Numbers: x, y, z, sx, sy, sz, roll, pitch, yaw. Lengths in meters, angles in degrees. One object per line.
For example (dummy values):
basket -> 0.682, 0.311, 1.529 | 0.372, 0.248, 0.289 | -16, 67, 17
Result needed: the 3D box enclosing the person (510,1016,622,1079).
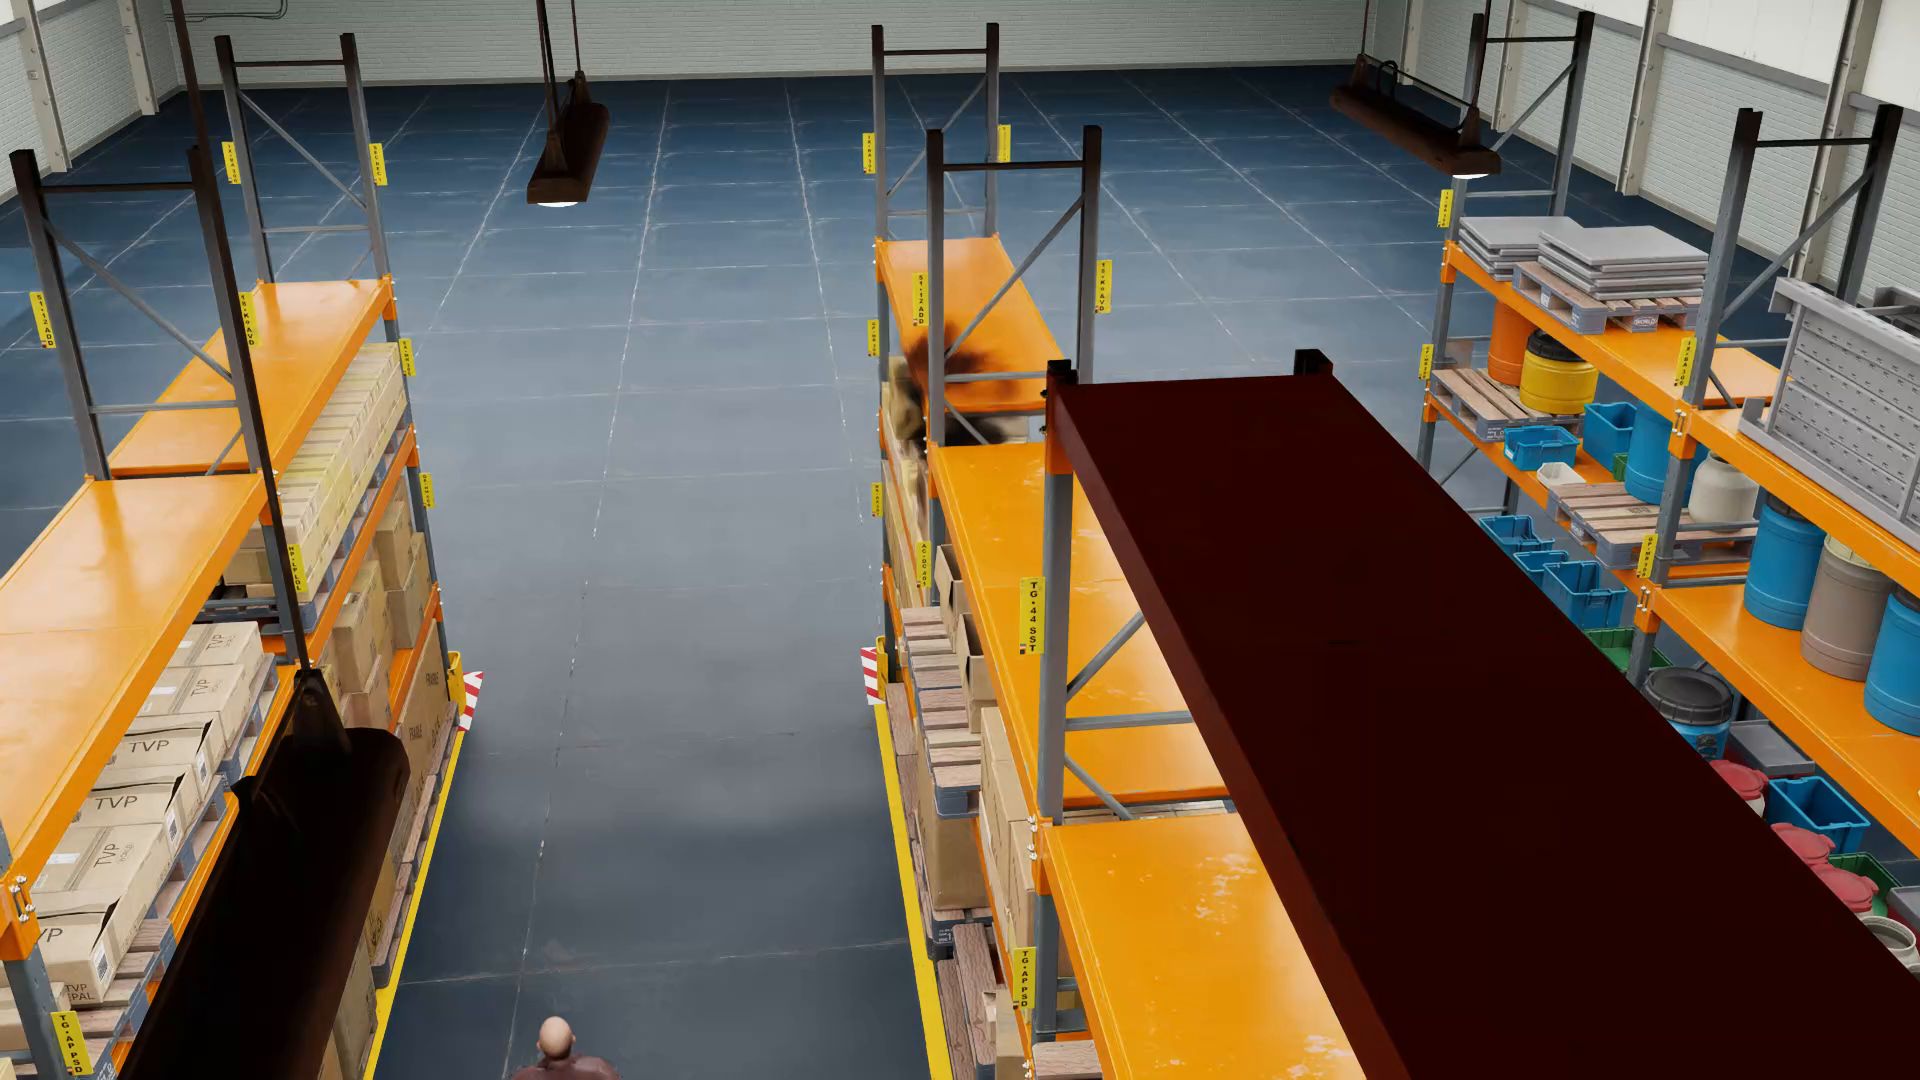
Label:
person -> -2.077, 3.325, 8.987 | 0.661, 1.844, 0.853 | -10, 27, -19
